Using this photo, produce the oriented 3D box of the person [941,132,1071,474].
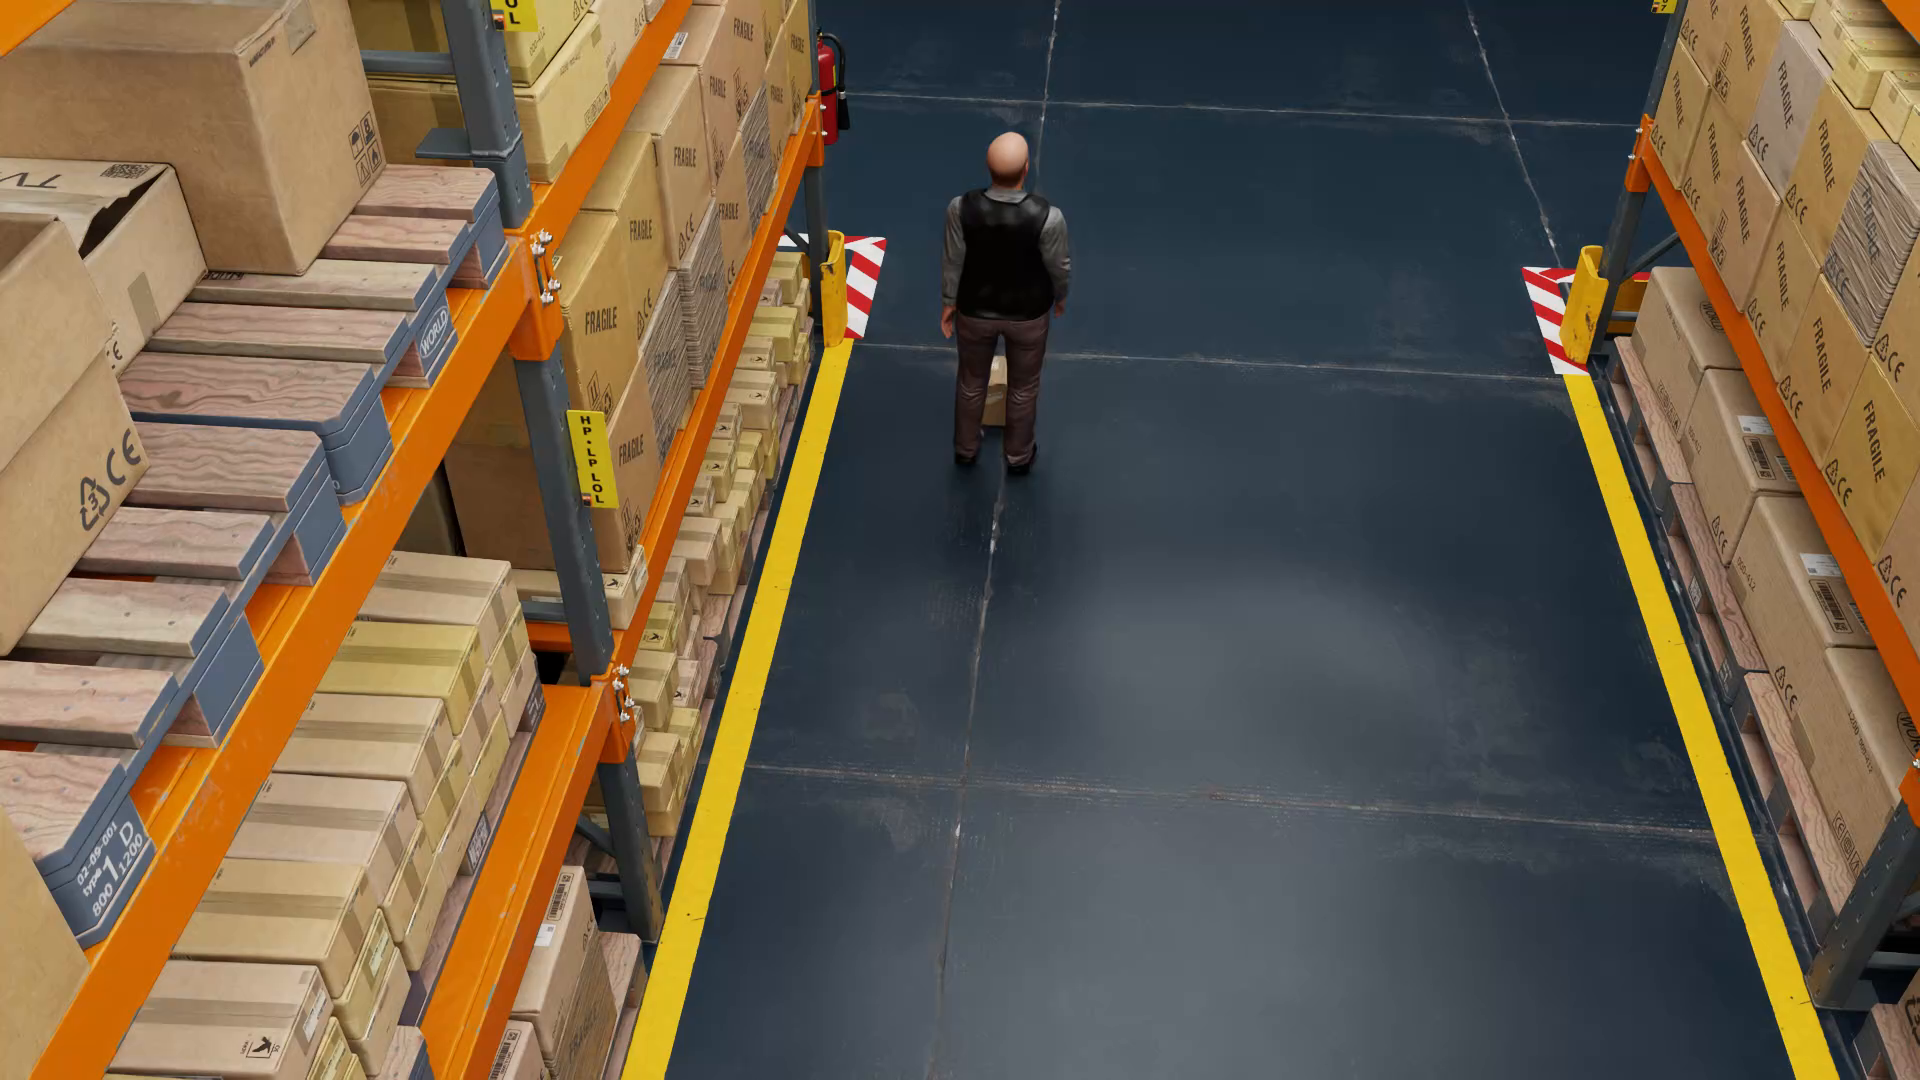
[{"bbox_3d":[0.207,-0.995,7.413,0.565,1.668,0.437,6,40,7],"label":"person"}]
